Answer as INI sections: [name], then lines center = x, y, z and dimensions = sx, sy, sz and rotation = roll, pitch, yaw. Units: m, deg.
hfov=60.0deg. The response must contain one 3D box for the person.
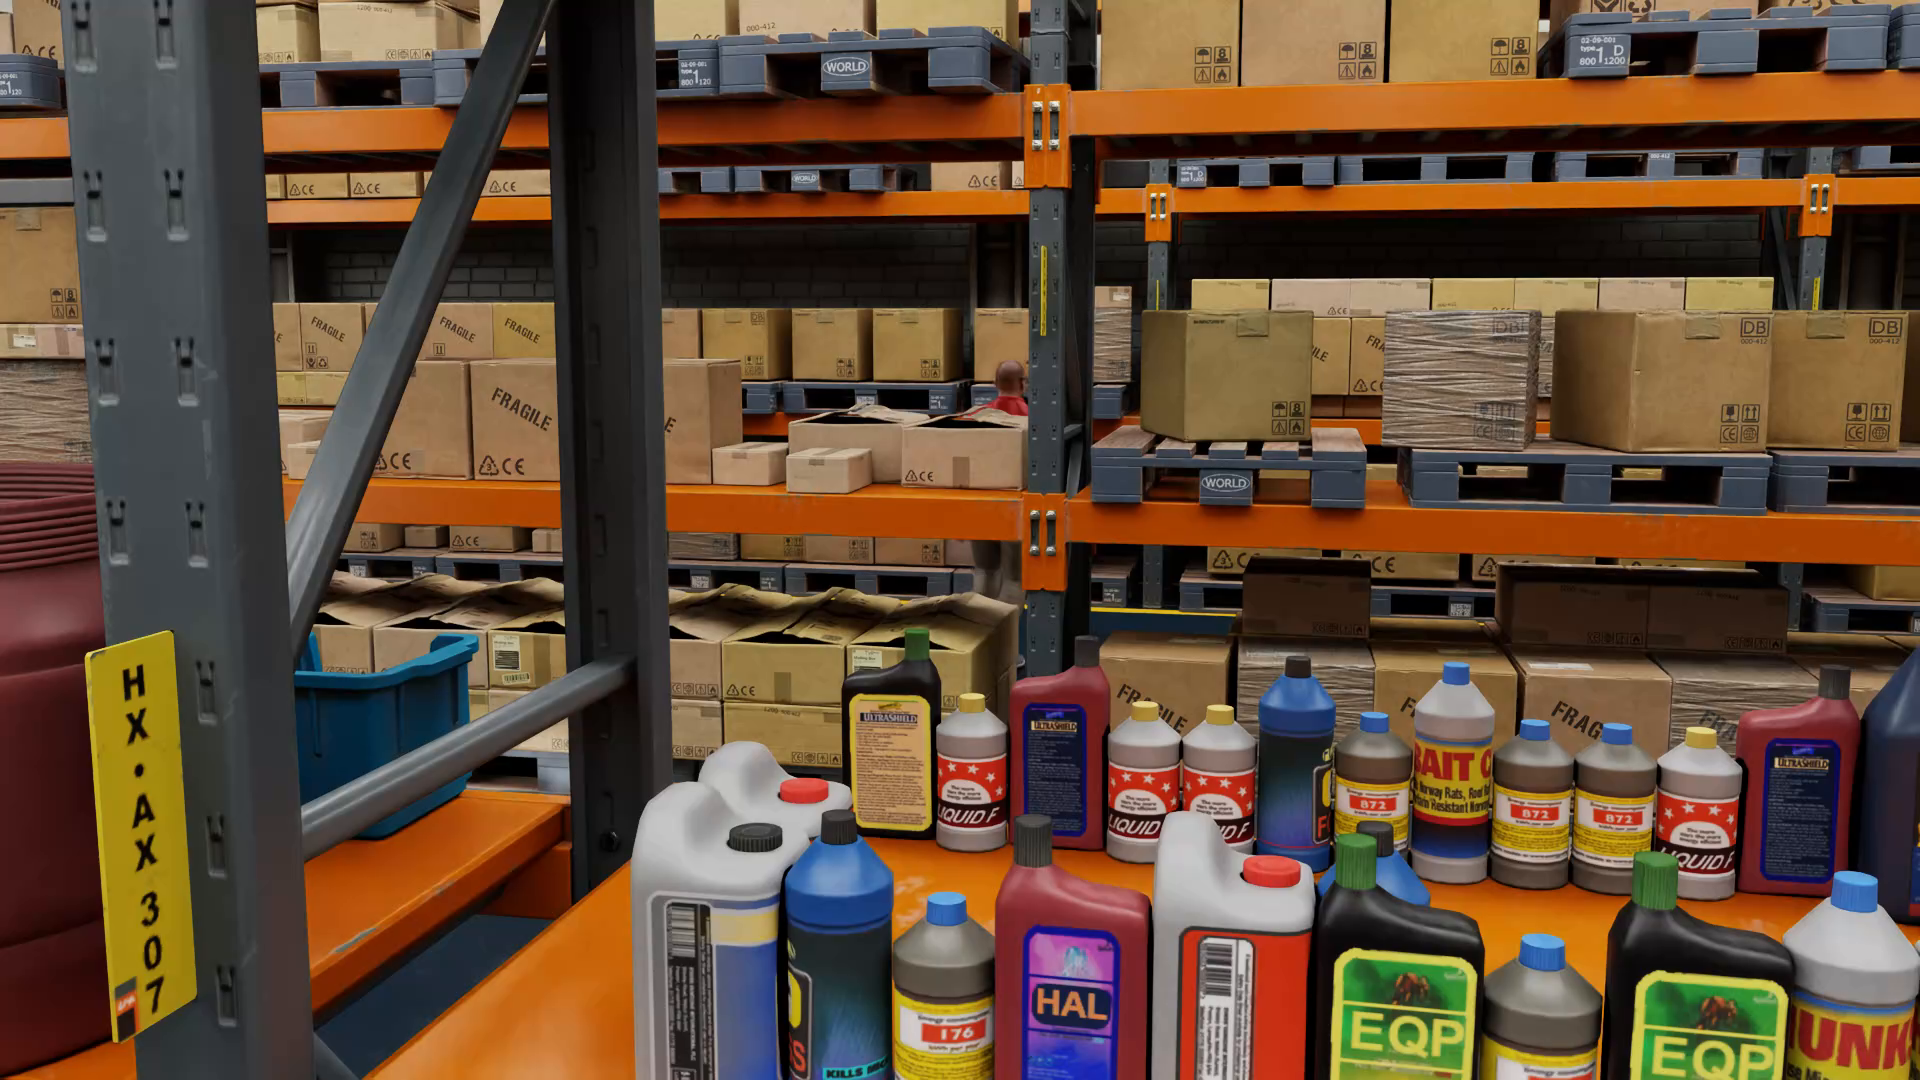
[person]
center = 0.270, -0.112, 9.282
dimensions = 0.561, 1.782, 0.453
rotation = 3, 8, 19
